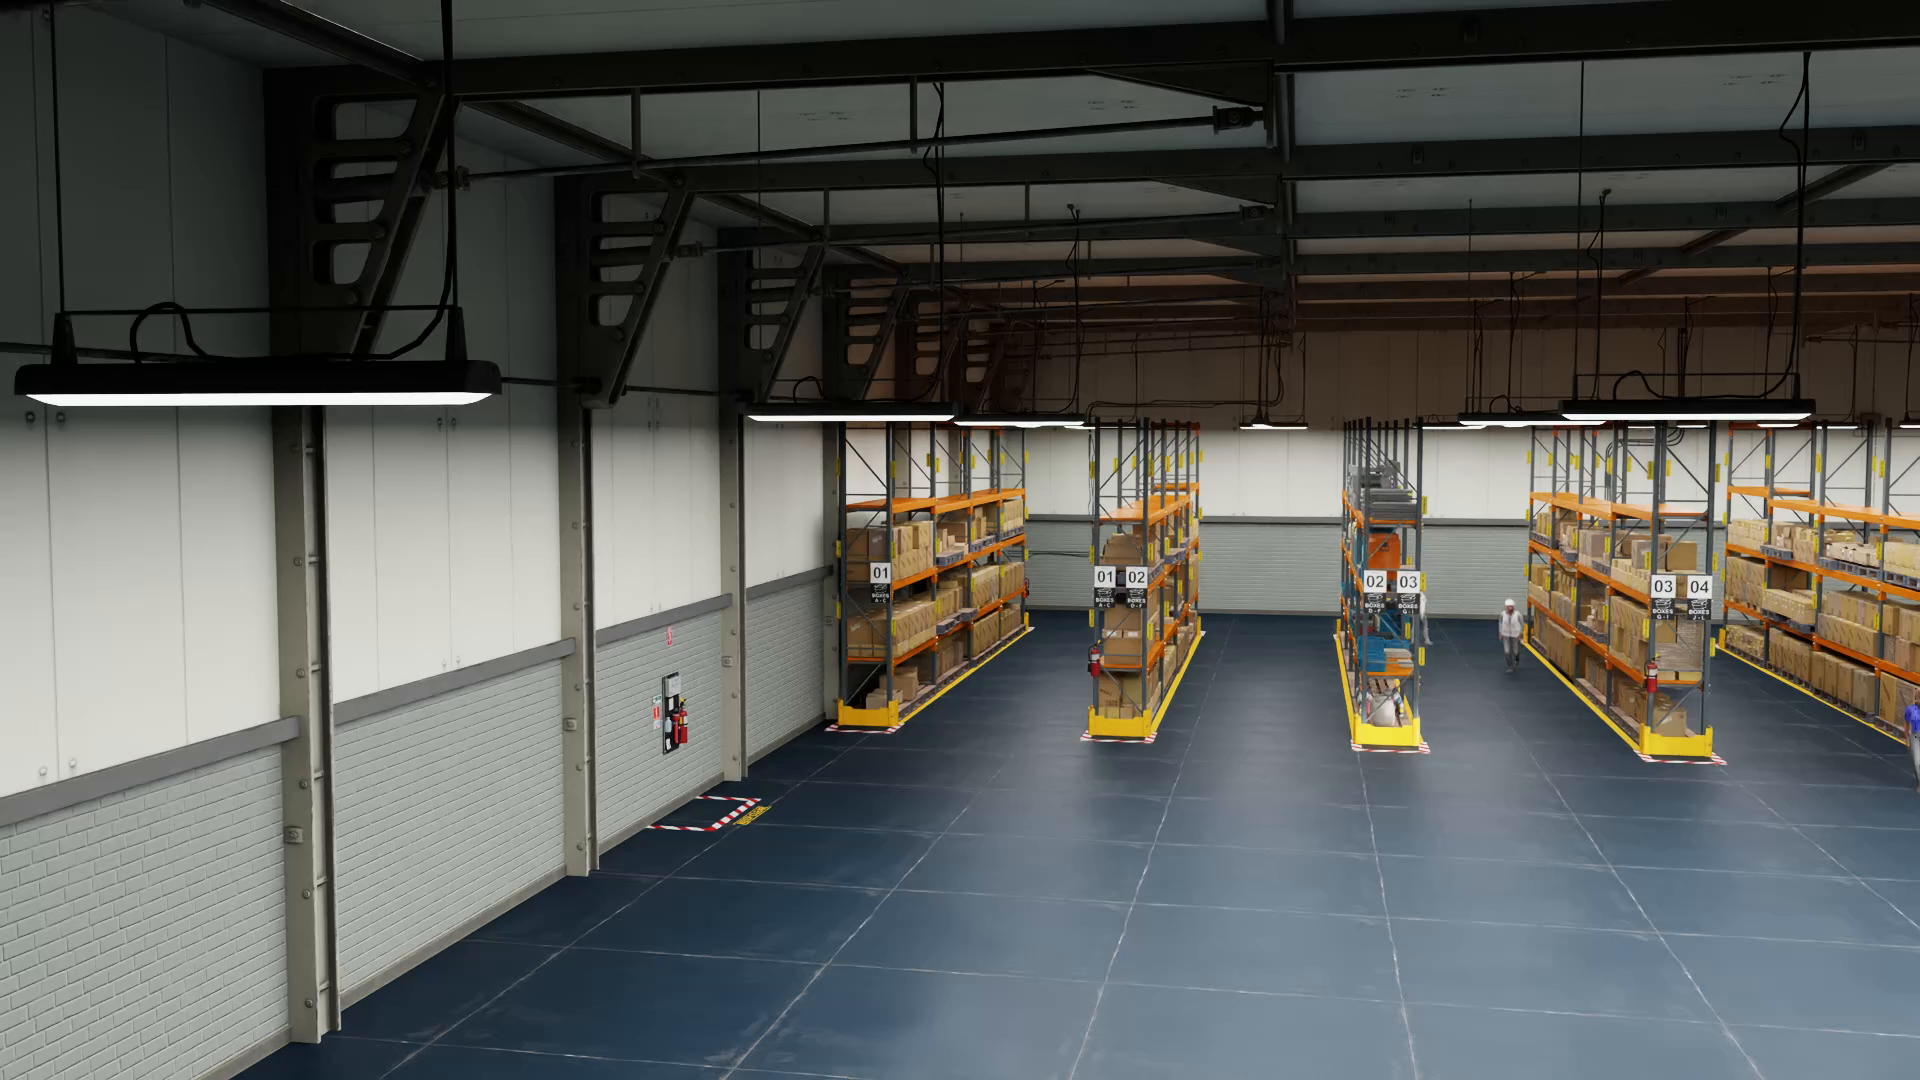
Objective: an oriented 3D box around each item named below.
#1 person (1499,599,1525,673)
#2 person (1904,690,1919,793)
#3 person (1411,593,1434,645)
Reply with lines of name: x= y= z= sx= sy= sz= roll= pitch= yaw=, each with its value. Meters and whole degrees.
person: x=13.194 y=2.276 z=39.744 sx=0.598 sy=1.754 sz=0.656 roll=2 pitch=4 yaw=26
person: x=15.342 y=3.191 z=26.501 sx=0.522 sy=1.640 sz=0.486 roll=2 pitch=4 yaw=33
person: x=12.412 y=1.982 z=44.871 sx=0.646 sy=1.693 sz=0.537 roll=-3 pitch=5 yaw=-40
